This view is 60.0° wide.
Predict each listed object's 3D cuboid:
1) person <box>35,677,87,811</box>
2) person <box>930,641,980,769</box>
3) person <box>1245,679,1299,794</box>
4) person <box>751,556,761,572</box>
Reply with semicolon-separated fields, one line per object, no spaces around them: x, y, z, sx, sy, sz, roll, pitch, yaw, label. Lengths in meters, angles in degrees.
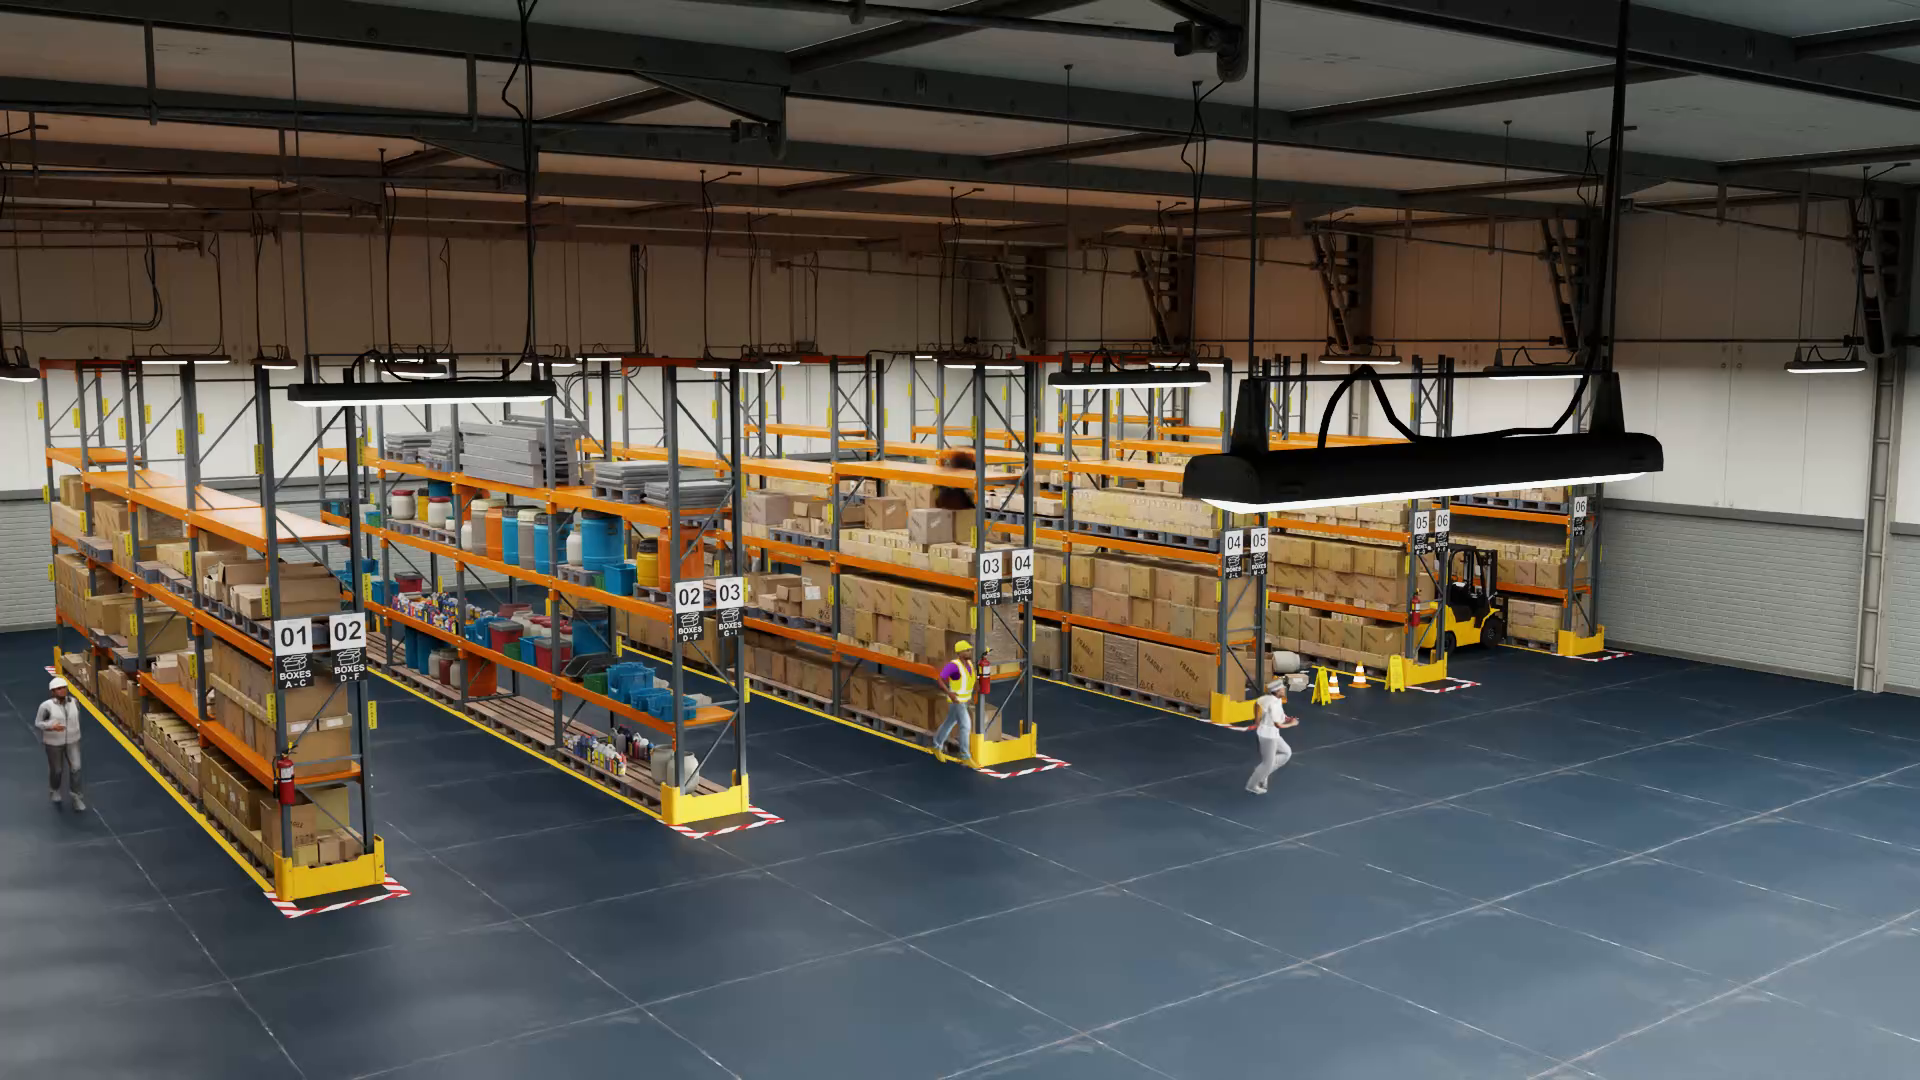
-12.182;2.756;22.530;0.640;1.818;0.791;-7;10;-44;person
-0.034;2.329;23.927;0.824;1.803;0.703;3;7;23;person
4.356;2.731;23.170;0.712;1.637;0.611;0;7;4;person
-5.030;0.469;41.709;0.805;1.726;0.688;-6;9;-43;person
